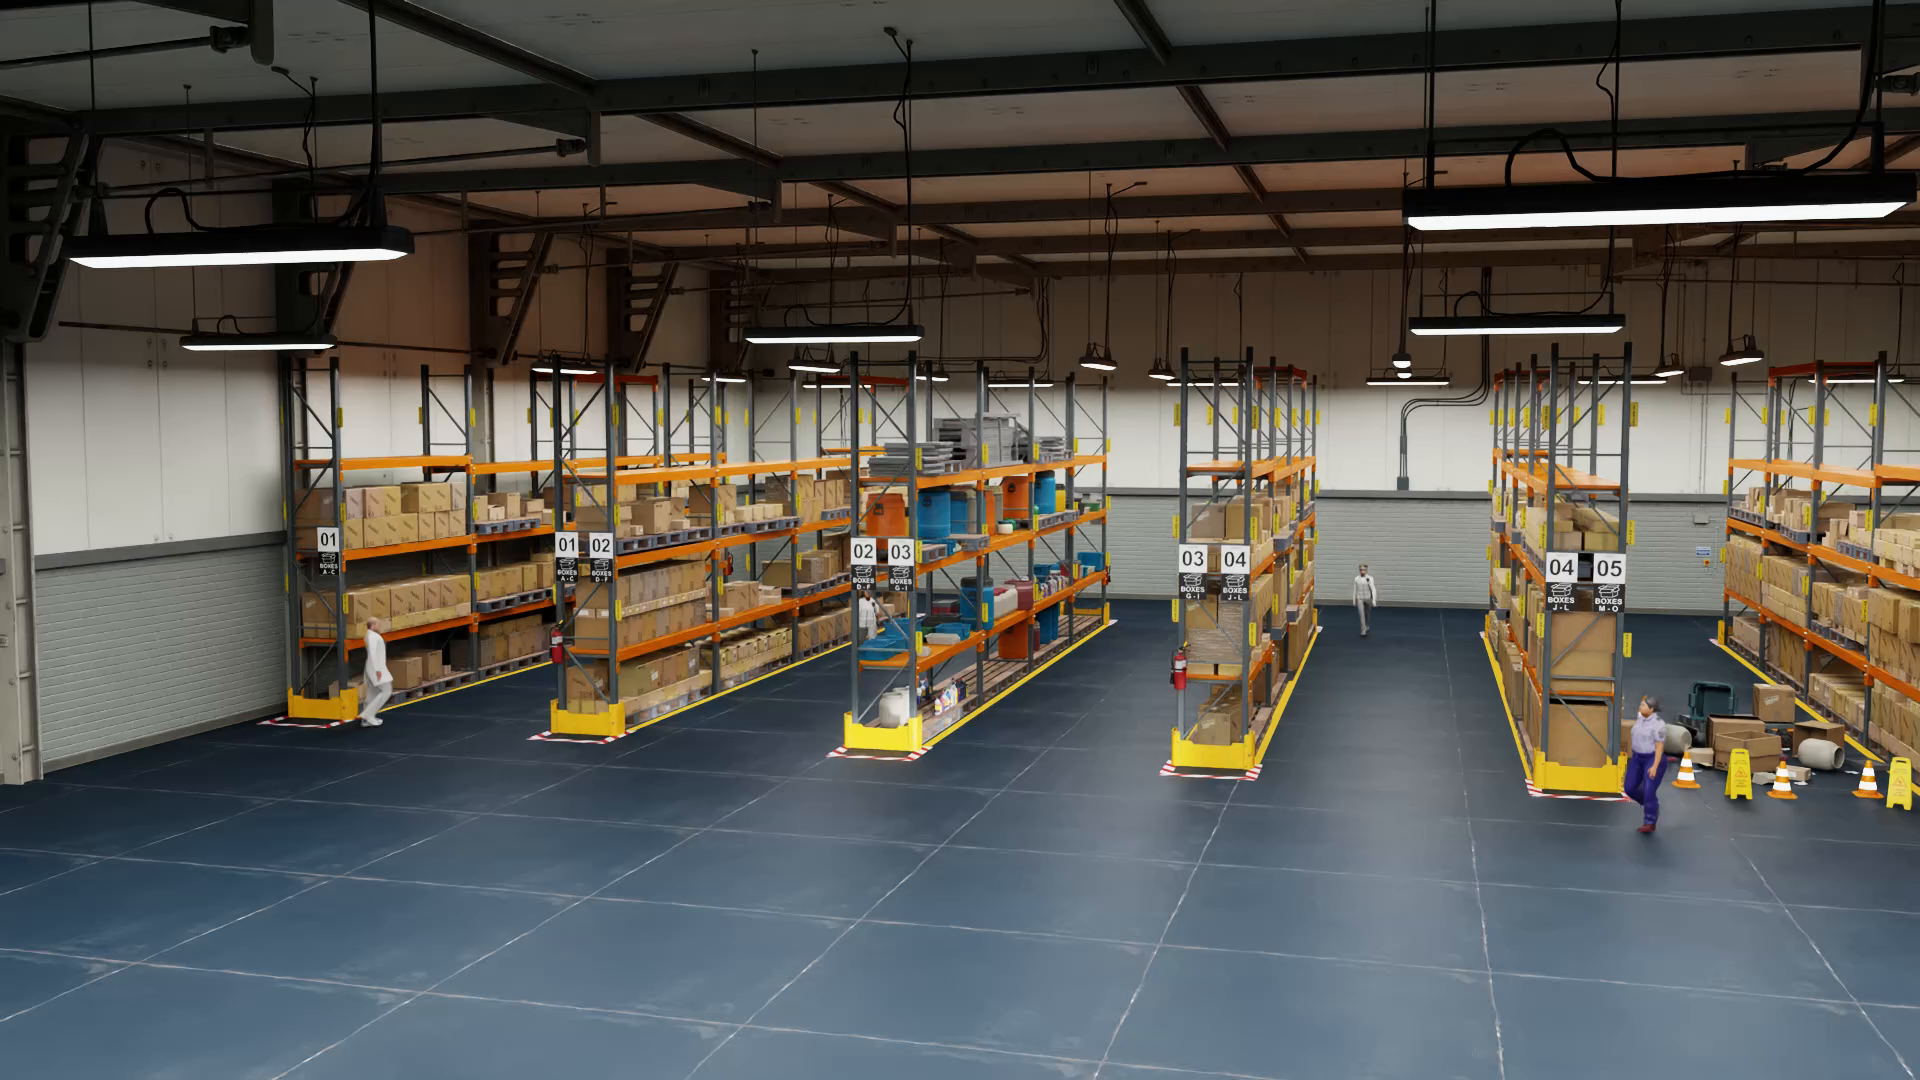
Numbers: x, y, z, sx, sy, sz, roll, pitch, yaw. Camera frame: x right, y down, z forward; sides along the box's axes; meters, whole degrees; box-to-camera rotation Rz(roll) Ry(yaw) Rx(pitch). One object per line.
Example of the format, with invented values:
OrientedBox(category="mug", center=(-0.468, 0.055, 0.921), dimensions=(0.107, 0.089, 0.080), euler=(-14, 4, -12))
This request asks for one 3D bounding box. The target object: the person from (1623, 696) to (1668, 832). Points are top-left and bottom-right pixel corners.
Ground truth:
OrientedBox(category="person", center=(8.367, 2.691, 20.115), dimensions=(0.520, 1.635, 0.472), euler=(-2, 5, -28))

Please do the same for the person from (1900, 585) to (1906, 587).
OrientedBox(category="person", center=(20.843, 1.475, 36.874), dimensions=(1.015, 1.625, 0.476), euler=(2, 5, 22))

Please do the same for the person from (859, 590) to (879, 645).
OrientedBox(category="person", center=(-1.850, 1.729, 33.317), dimensions=(0.472, 1.613, 0.981), euler=(0, 4, 5))

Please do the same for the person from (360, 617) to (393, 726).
OrientedBox(category="person", center=(-9.516, 2.130, 26.996), dimensions=(0.543, 1.758, 0.712), euler=(-3, 5, -35))

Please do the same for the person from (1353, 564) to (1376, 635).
OrientedBox(category="person", center=(9.346, 1.362, 38.395), dimensions=(0.495, 1.618, 1.038), euler=(0, 4, 6))
